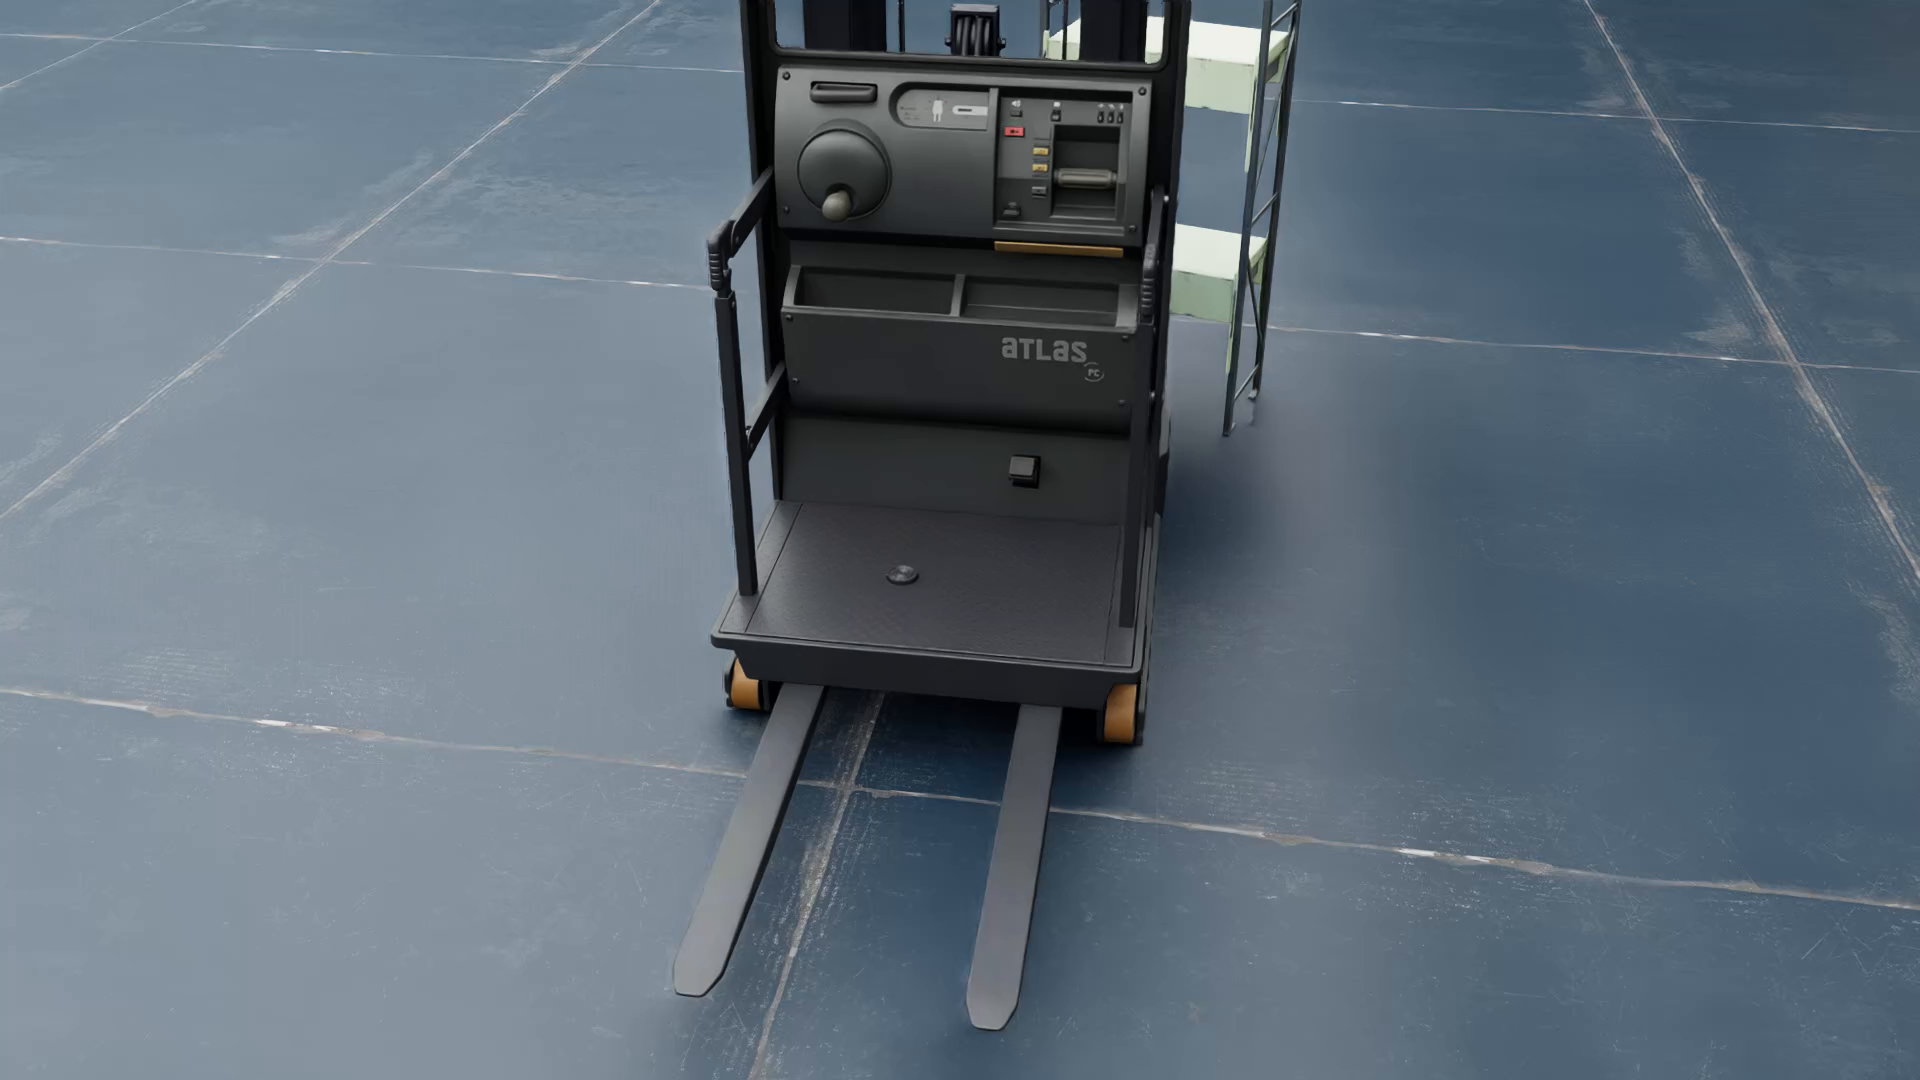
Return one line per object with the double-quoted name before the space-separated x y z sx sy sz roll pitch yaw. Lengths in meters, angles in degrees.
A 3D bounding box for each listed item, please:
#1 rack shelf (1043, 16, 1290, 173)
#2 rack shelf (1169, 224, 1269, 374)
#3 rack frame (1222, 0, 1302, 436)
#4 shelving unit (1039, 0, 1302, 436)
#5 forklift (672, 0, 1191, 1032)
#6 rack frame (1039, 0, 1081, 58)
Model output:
"rack shelf" 0.684 -1.513 5.517 0.720 0.370 0.431 14 34 21
"rack shelf" 0.684 -0.905 5.895 0.720 0.370 0.431 14 34 21
"rack frame" 1.016 -1.100 5.592 0.023 1.500 0.400 14 34 21
"shelving unit" 0.684 -1.182 5.723 0.755 1.500 0.431 14 34 21
"forklift" -0.028 -0.906 3.934 1.130 2.935 3.031 4 32 7
"rack frame" 0.352 -1.263 5.854 0.023 1.500 0.400 14 34 21
